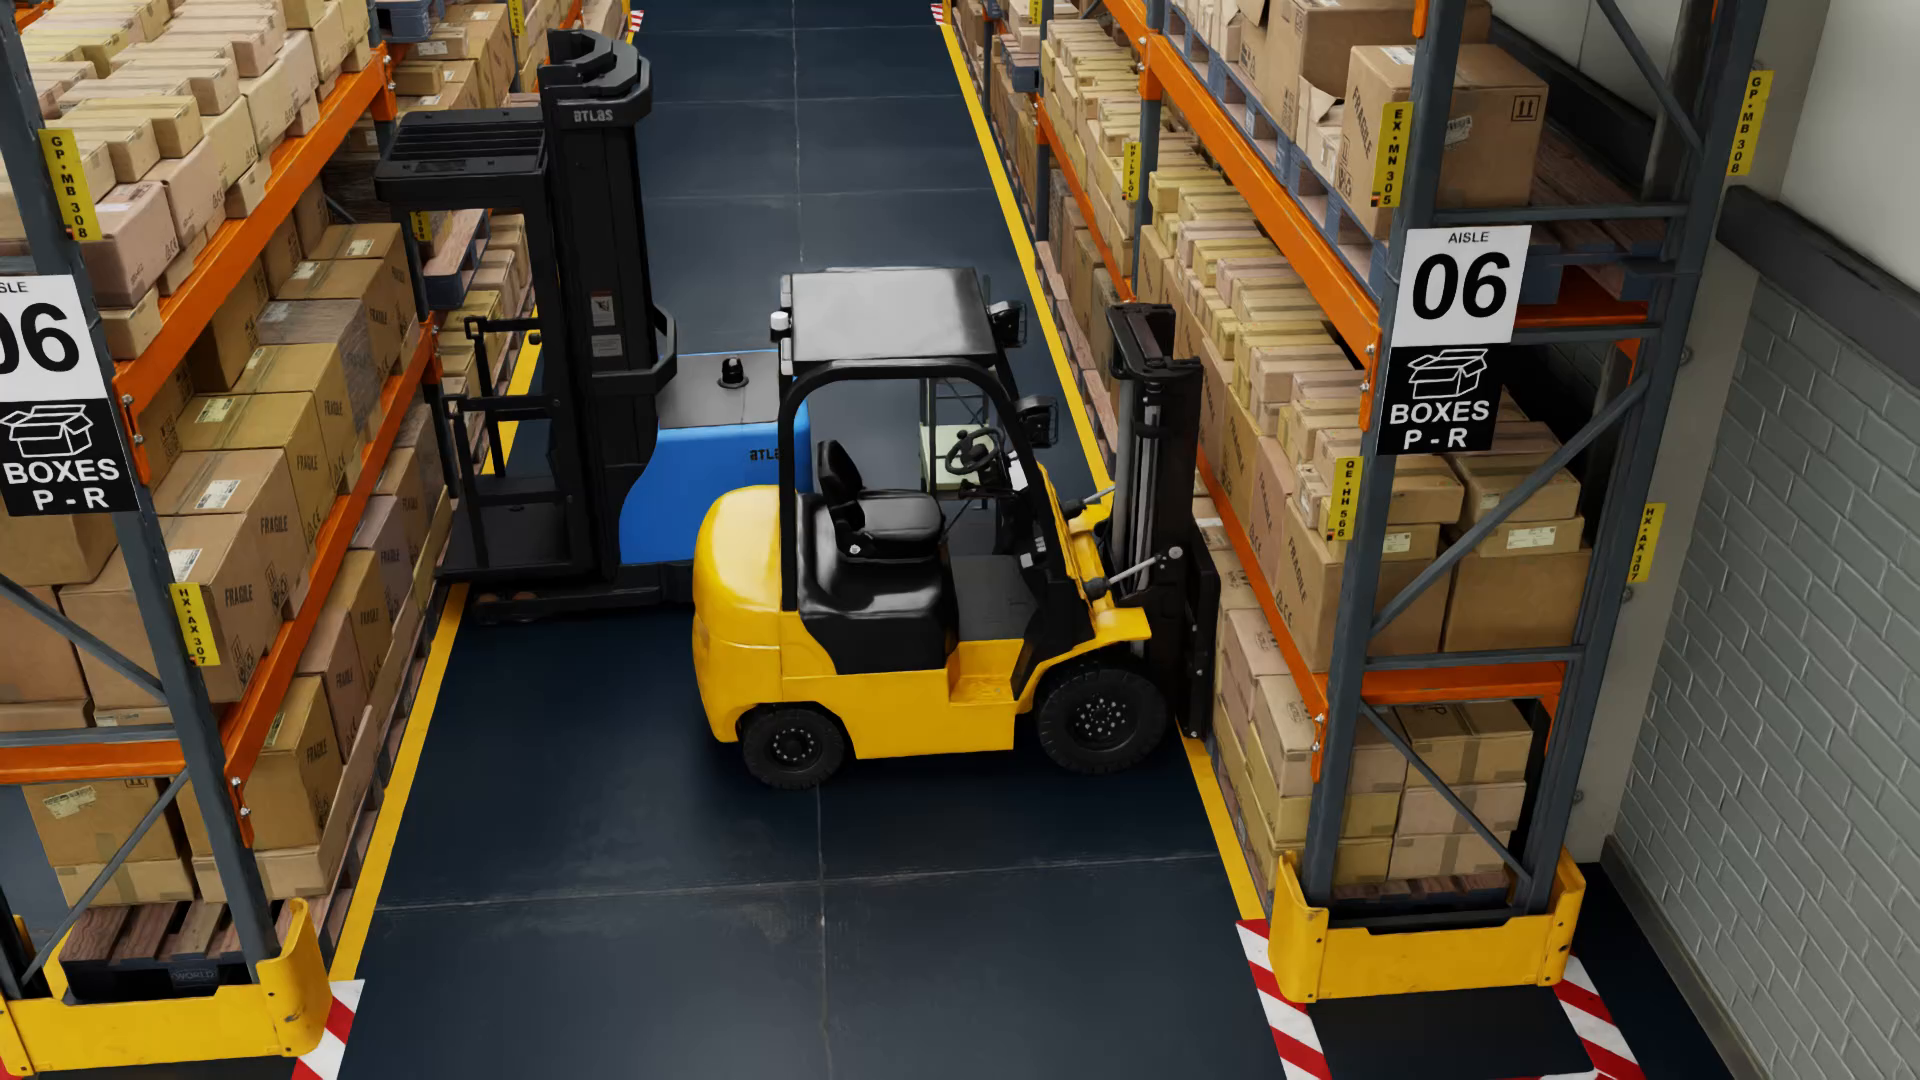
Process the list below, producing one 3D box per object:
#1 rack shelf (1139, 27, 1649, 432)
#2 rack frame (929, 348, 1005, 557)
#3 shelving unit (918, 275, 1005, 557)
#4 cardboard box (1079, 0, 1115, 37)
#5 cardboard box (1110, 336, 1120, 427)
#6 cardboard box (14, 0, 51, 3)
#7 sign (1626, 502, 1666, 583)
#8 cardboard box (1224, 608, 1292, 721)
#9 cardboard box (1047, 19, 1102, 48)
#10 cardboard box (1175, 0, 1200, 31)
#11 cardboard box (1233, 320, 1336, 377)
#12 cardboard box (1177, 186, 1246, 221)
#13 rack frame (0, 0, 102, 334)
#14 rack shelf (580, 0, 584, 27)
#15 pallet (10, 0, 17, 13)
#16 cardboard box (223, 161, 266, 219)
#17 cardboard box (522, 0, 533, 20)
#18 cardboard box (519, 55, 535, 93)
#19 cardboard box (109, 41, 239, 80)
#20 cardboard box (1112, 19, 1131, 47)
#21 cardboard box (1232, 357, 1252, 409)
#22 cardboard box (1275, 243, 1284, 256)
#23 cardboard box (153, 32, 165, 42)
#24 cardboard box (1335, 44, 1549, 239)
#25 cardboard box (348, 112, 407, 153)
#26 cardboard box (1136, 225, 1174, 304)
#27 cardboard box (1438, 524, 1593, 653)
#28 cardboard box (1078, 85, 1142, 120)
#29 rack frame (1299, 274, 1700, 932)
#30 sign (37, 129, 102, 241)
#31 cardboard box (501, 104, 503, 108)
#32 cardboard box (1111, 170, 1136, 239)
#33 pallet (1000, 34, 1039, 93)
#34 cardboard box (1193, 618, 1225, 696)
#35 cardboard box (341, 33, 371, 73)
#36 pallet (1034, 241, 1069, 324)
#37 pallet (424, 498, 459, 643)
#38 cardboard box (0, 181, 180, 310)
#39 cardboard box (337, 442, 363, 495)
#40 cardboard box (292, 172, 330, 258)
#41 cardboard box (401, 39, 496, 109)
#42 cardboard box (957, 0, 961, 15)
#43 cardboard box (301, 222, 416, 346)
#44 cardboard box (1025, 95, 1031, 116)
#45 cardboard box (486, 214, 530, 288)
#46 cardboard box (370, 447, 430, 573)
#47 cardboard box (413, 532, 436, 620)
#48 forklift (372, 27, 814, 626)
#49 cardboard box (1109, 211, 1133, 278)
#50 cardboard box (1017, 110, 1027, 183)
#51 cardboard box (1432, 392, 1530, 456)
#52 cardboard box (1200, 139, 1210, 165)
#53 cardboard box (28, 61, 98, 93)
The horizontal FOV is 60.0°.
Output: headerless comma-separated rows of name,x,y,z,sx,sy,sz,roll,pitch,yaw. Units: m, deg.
rack shelf,1.676,-1.560,7.214,1.077,0.370,4.000,-3,31,-5
rack frame,0.035,-0.454,9.047,0.400,1.500,0.023,-3,31,-5
shelving unit,0.001,-0.640,9.360,0.431,1.500,0.755,-3,31,-5
cardboard box,1.223,-4.138,13.247,0.500,0.500,0.500,-1,31,-2
cardboard box,1.430,-1.029,10.455,0.875,0.625,0.625,-1,31,-2
cardboard box,-8.819,-5.211,15.794,0.380,0.149,0.250,-2,31,-3
sign,2.416,0.010,5.886,0.100,0.325,0.005,-3,31,-5
cardboard box,1.456,0.530,7.235,0.500,0.250,0.500,-2,31,-4
cardboard box,0.852,-3.789,12.439,0.380,0.149,0.250,-2,31,-3
cardboard box,1.325,-2.639,7.898,0.500,0.311,0.500,-2,31,-4
cardboard box,1.401,-0.829,7.193,0.380,0.149,0.250,-2,31,-4
cardboard box,1.356,-1.746,8.729,0.380,0.149,0.250,-2,31,-4
rack frame,-3.078,-1.896,4.150,1.000,3.000,0.127,-3,31,-5
rack shelf,-4.386,-6.160,17.839,1.077,0.370,4.000,-3,31,-5
pallet,-9.192,-4.679,14.846,1.003,0.211,1.213,-3,31,-5
cardboard box,-2.911,-1.345,6.397,0.380,0.149,0.250,-2,31,-4
cardboard box,-3.684,-4.394,13.108,0.500,0.500,0.500,-3,31,-4
cardboard box,-3.621,-3.603,13.003,0.500,0.250,0.500,-3,31,-5
cardboard box,-3.019,-1.813,6.402,0.380,0.149,0.250,-2,31,-4
cardboard box,1.348,-3.810,12.474,0.380,0.149,0.250,-2,31,-3
cardboard box,1.408,-0.699,7.266,0.380,0.149,0.250,-3,31,-4
cardboard box,1.850,-1.511,8.624,0.380,0.149,0.250,-2,31,-3
cardboard box,-3.592,-1.957,7.033,0.500,0.250,0.500,-2,31,-4
cardboard box,1.579,-1.329,5.520,0.500,0.500,0.500,-2,31,-3
cardboard box,-3.144,-2.249,9.161,0.380,0.149,0.250,-3,31,-5
cardboard box,1.271,-1.406,9.082,0.500,0.500,0.500,-4,31,-6
cardboard box,2.094,0.130,6.509,0.500,0.500,0.500,-2,31,-3
cardboard box,0.986,-2.870,10.901,0.380,0.149,0.250,-4,31,-6
rack frame,1.863,0.440,6.089,1.000,3.000,0.127,-3,31,-5
sign,-2.538,-1.010,4.738,0.100,0.325,0.005,-3,31,-5
cardboard box,-3.380,-2.933,11.571,0.380,0.149,0.250,-4,31,-7
cardboard box,1.189,-1.991,9.818,0.500,0.250,0.500,-3,31,-6
pallet,0.983,-3.905,13.550,1.213,0.211,1.003,-3,31,-5
cardboard box,1.401,0.472,7.819,0.500,0.250,0.500,-3,31,-6
cardboard box,-3.118,-2.396,8.157,0.380,0.149,0.250,-3,31,-4
pallet,1.154,-2.025,12.936,1.003,0.211,1.213,-3,31,-5
pallet,-3.354,0.175,9.251,1.003,0.211,1.213,-3,31,-5
cardboard box,-2.860,-0.941,5.332,0.500,0.250,0.500,-3,31,-5
cardboard box,-2.966,-0.325,7.615,0.380,0.149,0.250,-2,31,-4
cardboard box,-3.627,-1.728,8.355,0.700,0.500,0.500,-3,31,-5
cardboard box,-3.399,-3.016,11.078,0.500,0.500,0.500,-5,31,-8
cardboard box,0.331,-6.521,19.767,0.797,0.503,0.637,-4,31,-7
cardboard box,-3.163,-1.319,8.645,0.500,0.500,0.500,-4,31,-6
cardboard box,0.777,-3.809,14.598,0.380,0.149,0.250,-3,31,-5
cardboard box,-3.783,-2.168,12.608,0.950,0.372,0.625,-5,31,-8
cardboard box,-3.080,-0.136,8.593,0.500,0.500,0.500,-2,31,-4
cardboard box,-3.069,0.198,8.766,0.500,0.250,0.500,-4,31,-6
forklift,-2.337,-1.086,8.711,3.031,2.935,1.130,-4,31,-7
cardboard box,1.182,-1.783,9.957,0.500,0.250,0.500,-2,31,-3
cardboard box,0.774,-3.481,14.681,0.500,0.500,0.500,-1,31,-2
cardboard box,2.015,-0.461,6.576,0.380,0.149,0.250,-2,31,-4
cardboard box,1.675,-2.381,10.081,0.380,0.149,0.250,-3,31,-5
cardboard box,-3.418,-1.656,6.141,0.380,0.149,0.250,-4,31,-6
